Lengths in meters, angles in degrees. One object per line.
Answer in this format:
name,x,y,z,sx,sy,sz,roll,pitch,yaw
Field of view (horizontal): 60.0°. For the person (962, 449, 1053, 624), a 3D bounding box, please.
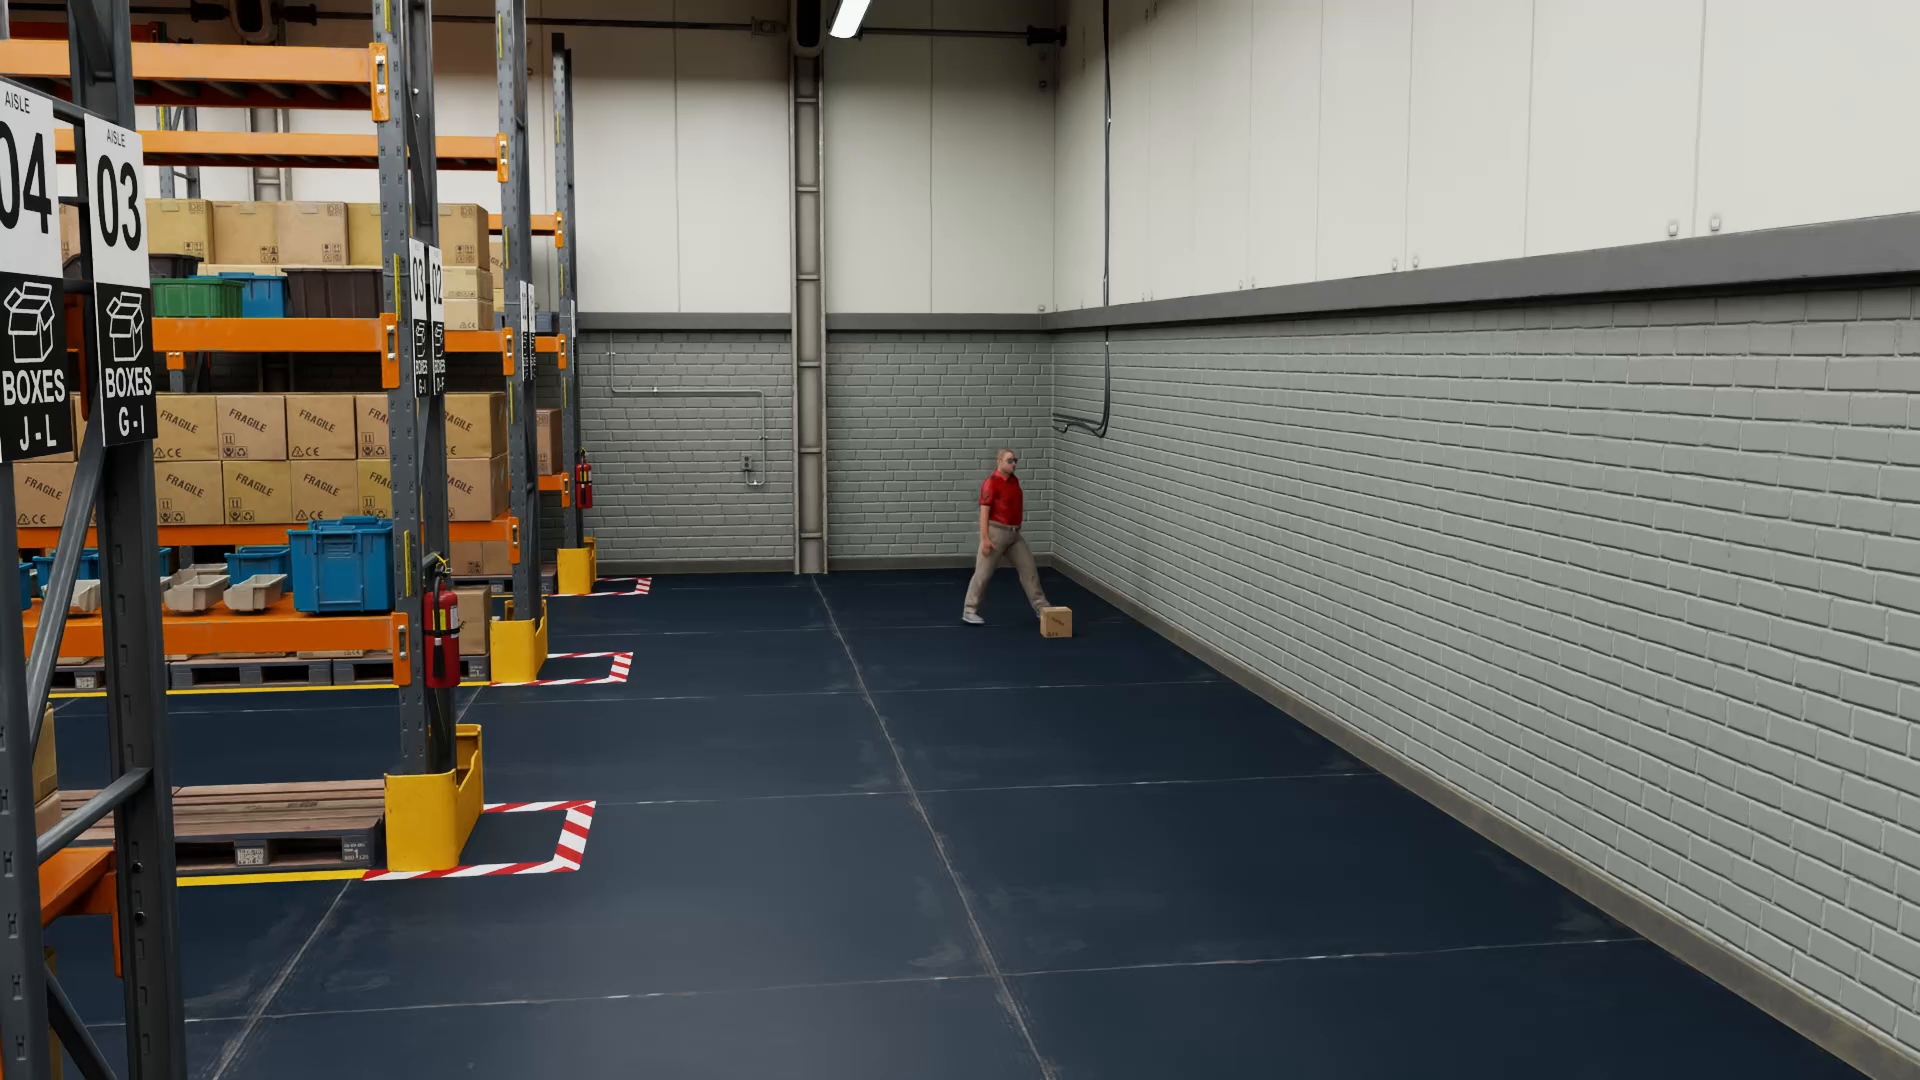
person,0.512,-0.039,16.108,0.841,1.688,0.767,5,8,38
